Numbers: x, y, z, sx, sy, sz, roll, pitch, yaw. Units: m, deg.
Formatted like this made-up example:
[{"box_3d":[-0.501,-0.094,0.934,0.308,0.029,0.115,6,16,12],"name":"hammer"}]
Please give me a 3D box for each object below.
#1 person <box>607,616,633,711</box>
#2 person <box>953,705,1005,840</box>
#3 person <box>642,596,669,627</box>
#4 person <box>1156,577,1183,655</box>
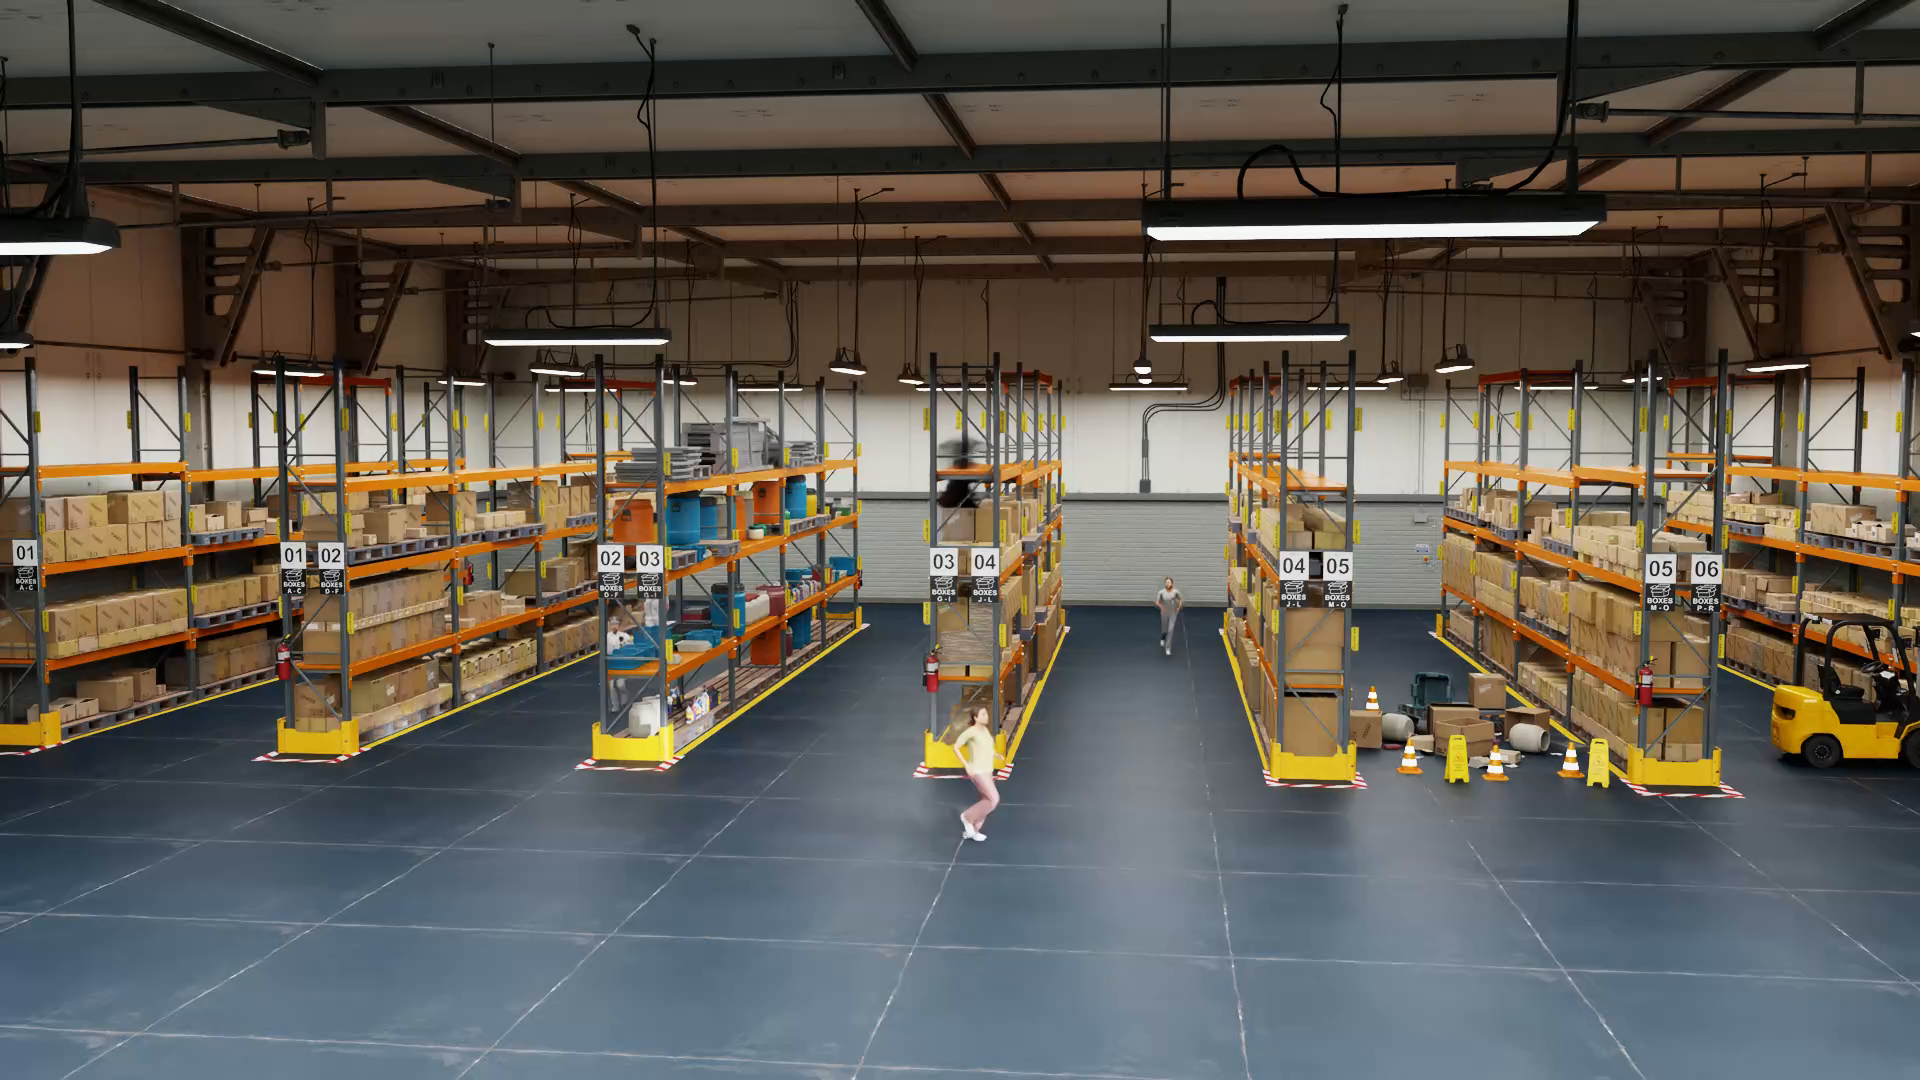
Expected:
[{"box_3d":[-5.961,2.139,28.800,0.611,1.649,0.569,0,4,1],"name":"person"},{"box_3d":[0.273,2.779,19.814,0.550,1.629,0.566,2,5,31],"name":"person"},{"box_3d":[-6.303,1.700,34.325,0.616,1.835,0.748,0,4,2],"name":"person"},{"box_3d":[4.556,1.634,36.177,0.575,1.661,0.808,1,4,8],"name":"person"}]
